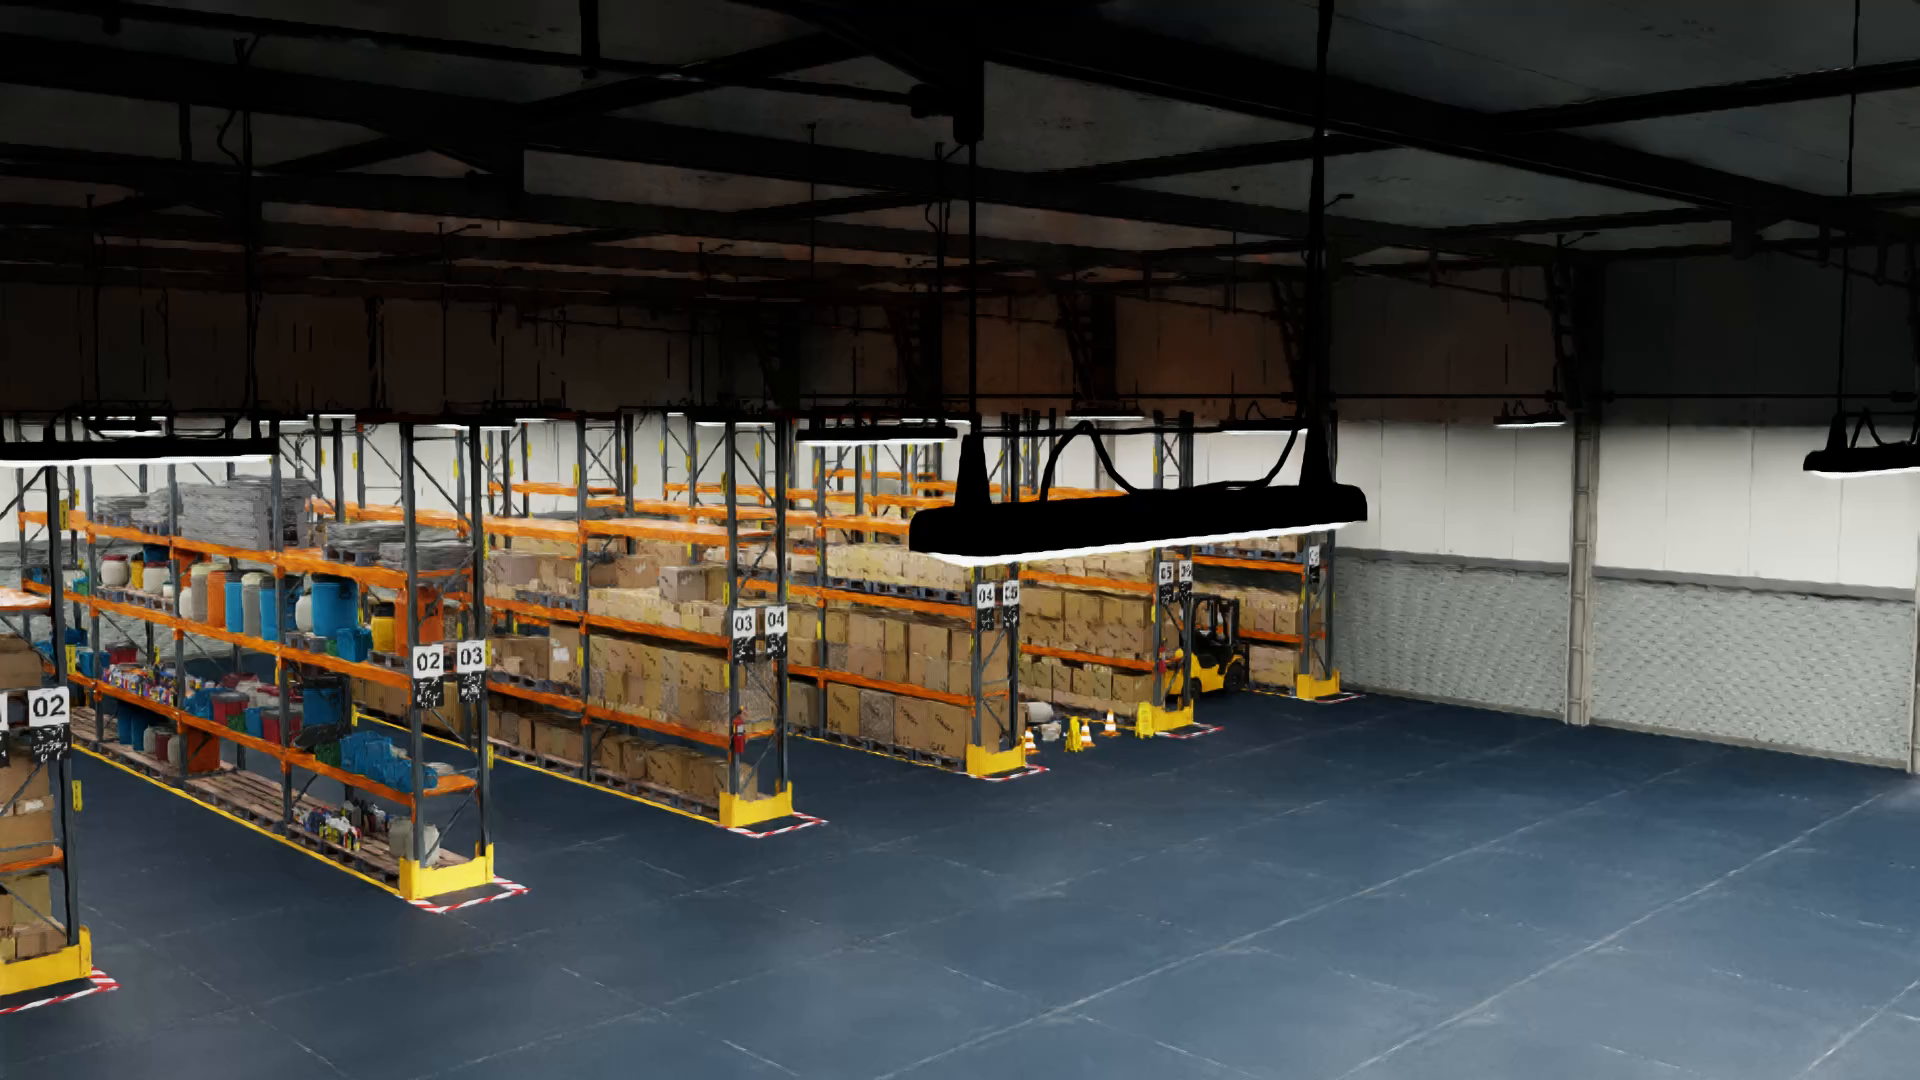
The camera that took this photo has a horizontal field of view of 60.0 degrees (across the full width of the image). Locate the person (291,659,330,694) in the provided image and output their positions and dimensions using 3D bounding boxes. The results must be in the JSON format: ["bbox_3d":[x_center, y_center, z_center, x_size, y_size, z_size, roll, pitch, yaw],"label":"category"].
[{"bbox_3d":[-12.649,2.661,32.389,0.729,1.734,0.542,-5,7,-45],"label":"person"}]
